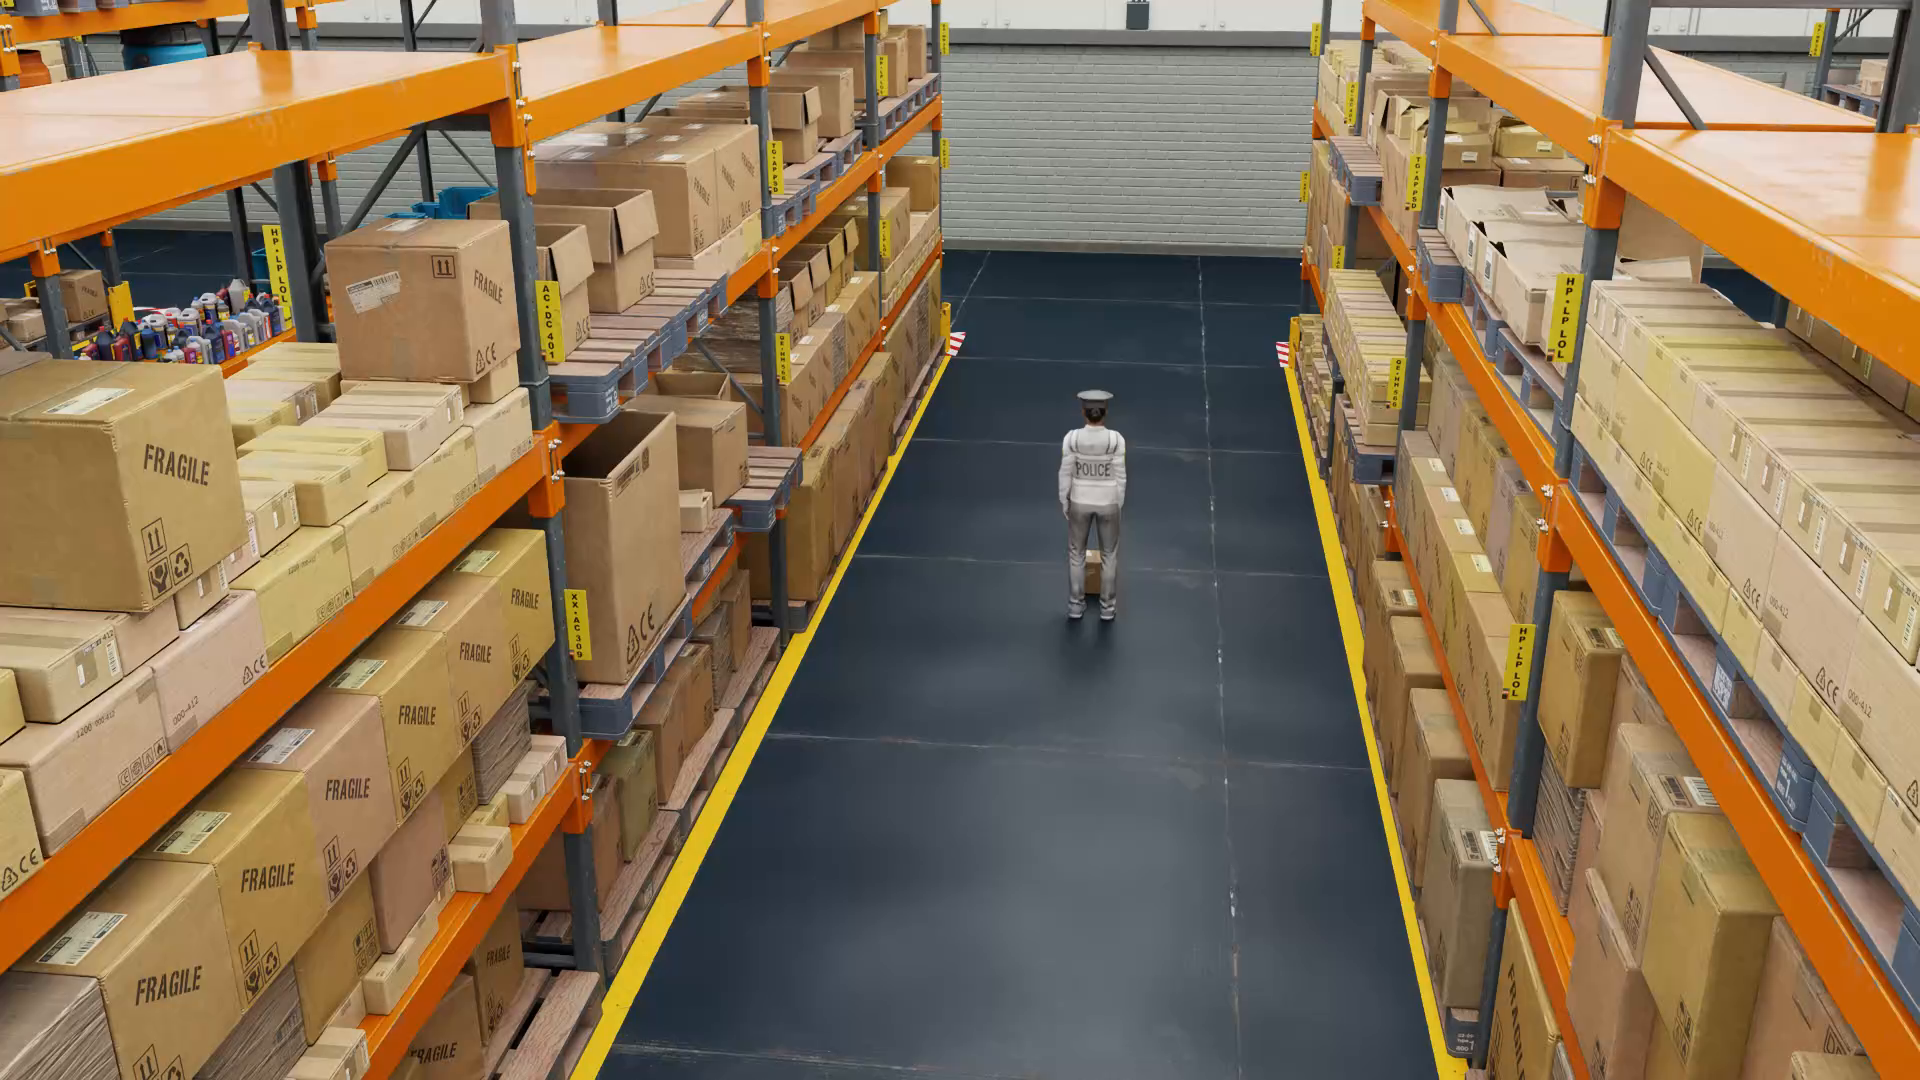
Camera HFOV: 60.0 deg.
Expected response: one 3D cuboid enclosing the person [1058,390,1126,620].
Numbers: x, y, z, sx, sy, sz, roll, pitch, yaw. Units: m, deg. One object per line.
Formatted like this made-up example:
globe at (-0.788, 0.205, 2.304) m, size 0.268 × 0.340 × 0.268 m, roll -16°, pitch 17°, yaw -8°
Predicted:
person at (0.927, -0.240, 11.712) m, size 0.473 × 1.661 × 0.326 m, roll 3°, pitch 21°, yaw 7°
